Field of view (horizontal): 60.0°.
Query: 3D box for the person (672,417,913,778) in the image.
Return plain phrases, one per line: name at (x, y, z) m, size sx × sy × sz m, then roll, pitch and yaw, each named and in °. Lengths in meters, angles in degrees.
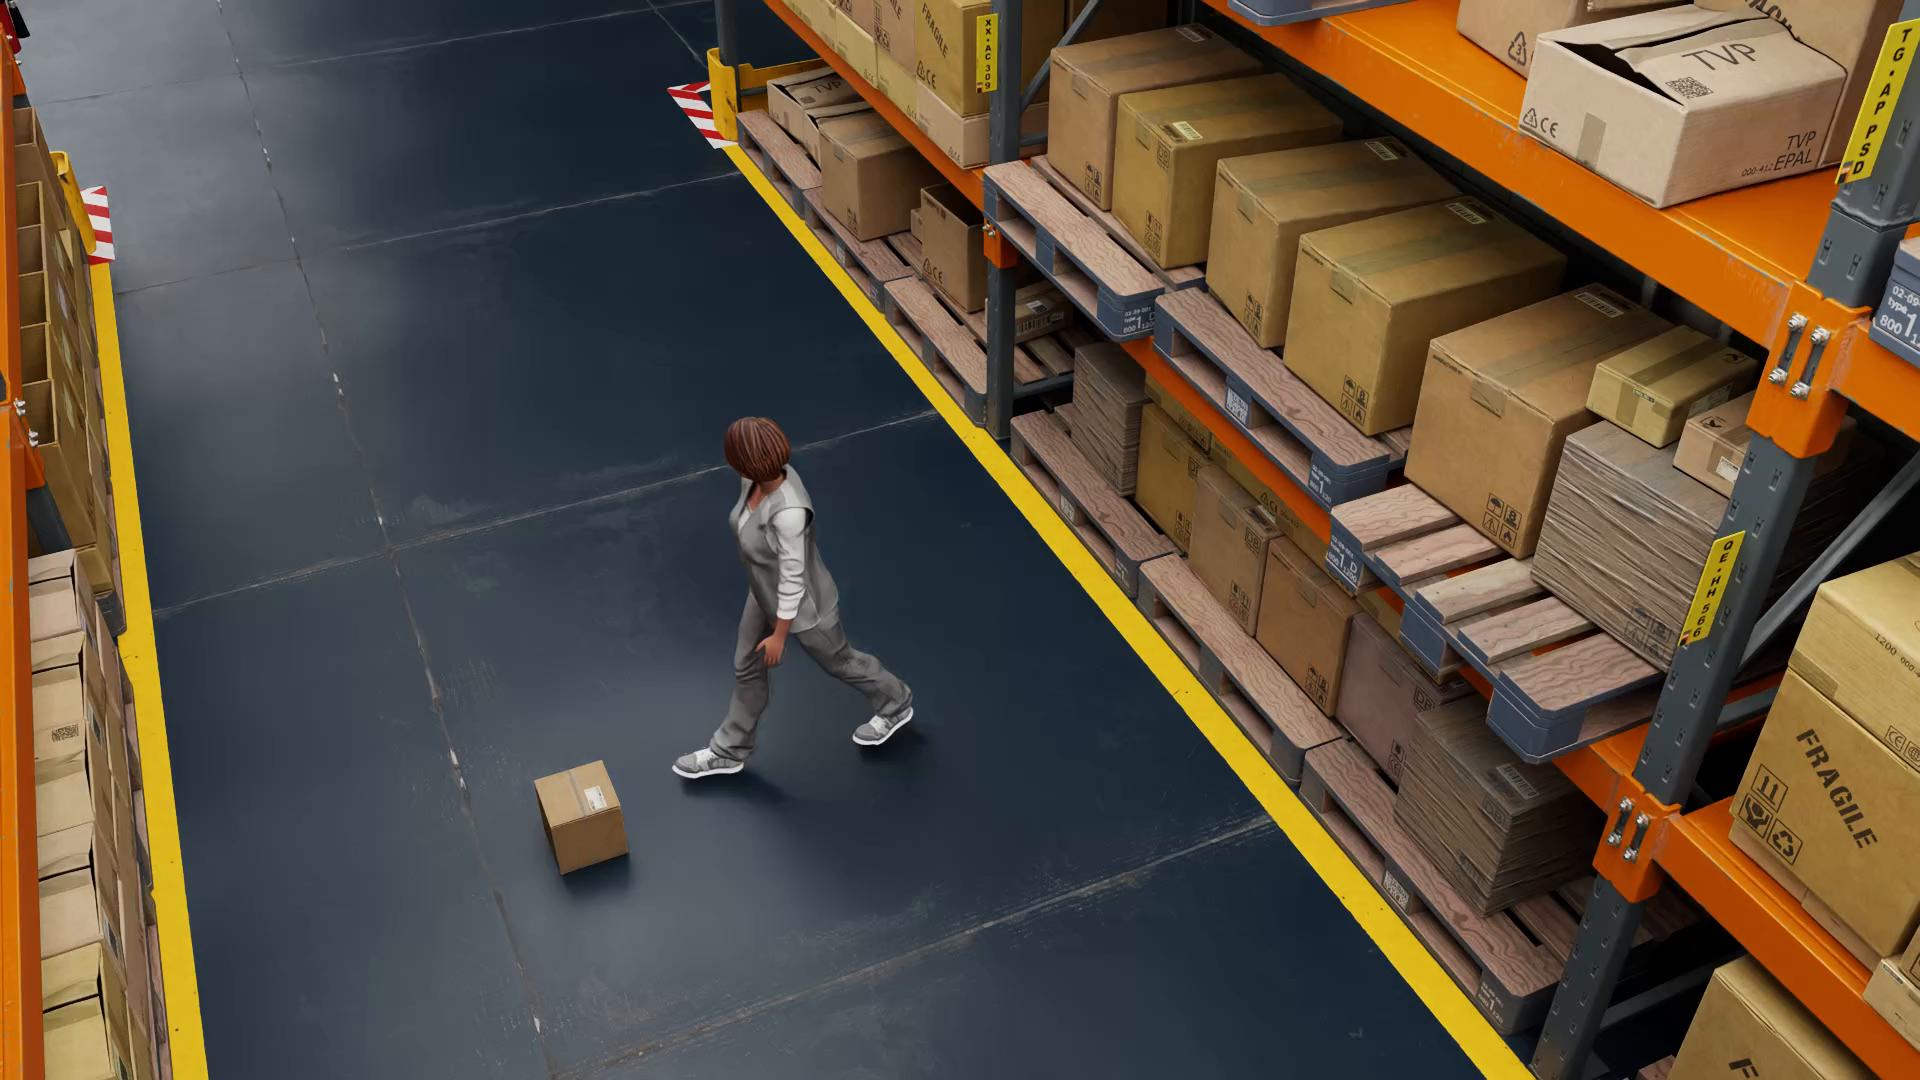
person at (-0.612, 0.213, 5.880) m, size 0.936 × 1.541 × 0.425 m, roll -19°, pitch 42°, yaw -23°
